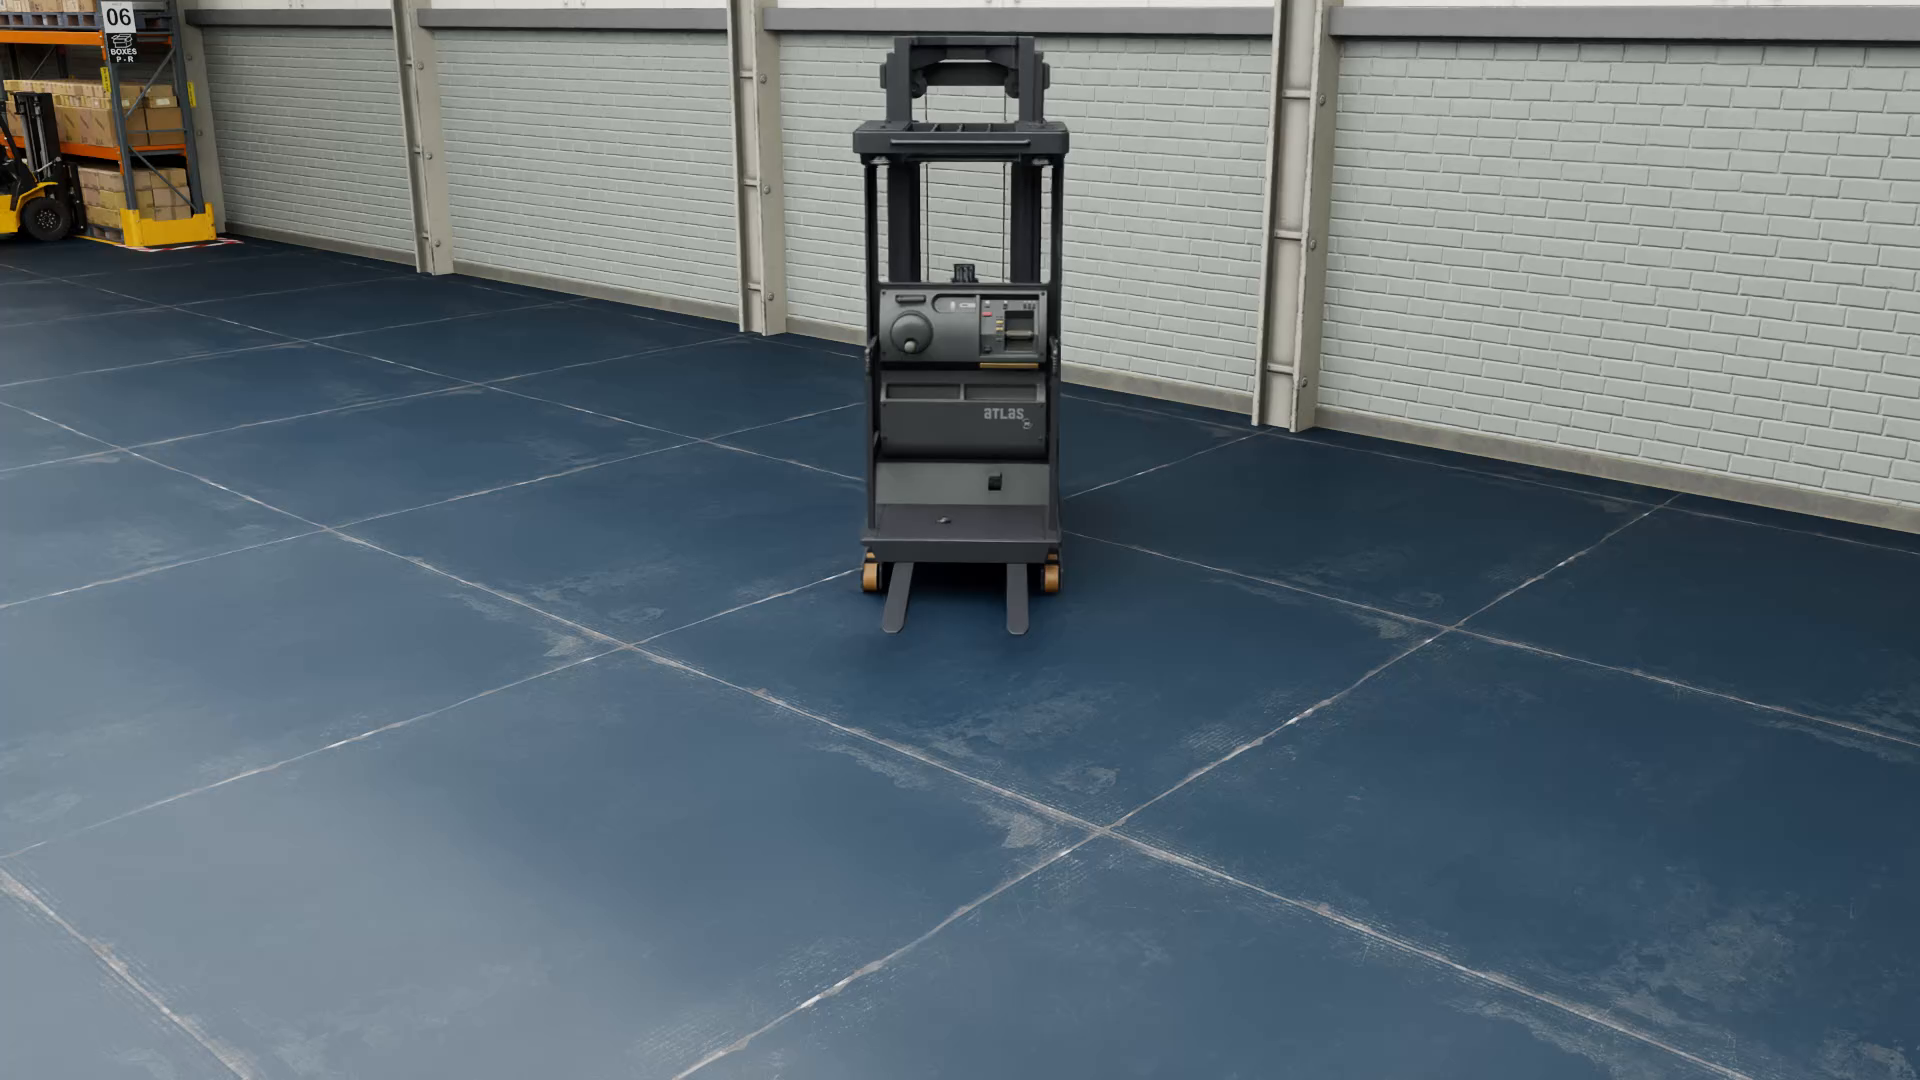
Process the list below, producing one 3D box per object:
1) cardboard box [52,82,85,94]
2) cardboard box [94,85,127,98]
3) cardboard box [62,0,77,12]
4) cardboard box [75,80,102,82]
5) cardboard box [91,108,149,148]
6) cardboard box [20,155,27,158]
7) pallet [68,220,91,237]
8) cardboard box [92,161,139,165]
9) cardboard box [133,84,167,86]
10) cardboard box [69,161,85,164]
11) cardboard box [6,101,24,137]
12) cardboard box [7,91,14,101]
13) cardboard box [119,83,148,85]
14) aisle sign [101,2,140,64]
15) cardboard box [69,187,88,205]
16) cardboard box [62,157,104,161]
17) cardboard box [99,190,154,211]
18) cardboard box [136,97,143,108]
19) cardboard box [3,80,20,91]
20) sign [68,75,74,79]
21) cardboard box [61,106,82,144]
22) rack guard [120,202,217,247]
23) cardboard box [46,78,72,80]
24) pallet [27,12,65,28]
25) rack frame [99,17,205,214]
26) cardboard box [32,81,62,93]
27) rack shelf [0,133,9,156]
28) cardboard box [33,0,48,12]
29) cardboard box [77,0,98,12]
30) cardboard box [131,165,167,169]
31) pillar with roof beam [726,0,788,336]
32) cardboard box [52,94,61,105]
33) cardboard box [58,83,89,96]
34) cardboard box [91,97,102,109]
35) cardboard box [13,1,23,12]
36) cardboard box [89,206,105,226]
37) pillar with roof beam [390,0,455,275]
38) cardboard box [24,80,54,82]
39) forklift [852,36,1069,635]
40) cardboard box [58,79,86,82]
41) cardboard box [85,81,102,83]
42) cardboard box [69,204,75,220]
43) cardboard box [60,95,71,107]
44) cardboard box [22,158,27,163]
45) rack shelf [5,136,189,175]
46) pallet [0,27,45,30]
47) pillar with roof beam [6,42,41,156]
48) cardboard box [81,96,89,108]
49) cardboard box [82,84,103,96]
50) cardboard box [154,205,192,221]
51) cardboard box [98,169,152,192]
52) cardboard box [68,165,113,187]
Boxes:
[{"bbox_3d":[-12.760,-6.478,23.836,0.250,0.149,0.380,15,23,39],"label":"cardboard box"},{"bbox_3d":[-11.637,-6.159,22.832,0.250,0.149,0.380,15,23,39],"label":"cardboard box"},{"bbox_3d":[-12.035,-7.356,22.736,0.258,0.266,0.396,15,23,39],"label":"cardboard box"},{"bbox_3d":[-12.800,-6.698,24.527,0.250,0.149,0.380,15,23,38],"label":"cardboard box"},{"bbox_3d":[-11.567,-5.681,22.889,0.500,0.500,0.500,14,23,38],"label":"cardboard box"},{"bbox_3d":[-15.553,-5.876,26.899,0.625,0.625,0.875,14,22,37],"label":"cardboard box"},{"bbox_3d":[-12.533,-4.654,24.428,1.213,0.211,1.003,15,23,39],"label":"pallet"},{"bbox_3d":[-12.380,-5.406,24.387,0.500,0.250,0.500,14,23,38],"label":"cardboard box"},{"bbox_3d":[-11.291,-6.276,23.199,0.250,0.149,0.380,16,24,41],"label":"cardboard box"},{"bbox_3d":[-13.107,-5.393,24.345,0.500,0.250,0.500,16,24,41],"label":"cardboard box"},{"bbox_3d":[-13.858,-6.297,24.829,0.500,0.500,0.500,14,22,38],"label":"cardboard box"},{"bbox_3d":[-13.952,-6.631,24.808,0.250,0.149,0.380,15,23,38],"label":"cardboard box"},{"bbox_3d":[-11.689,-6.372,23.500,0.250,0.149,0.380,15,23,40],"label":"cardboard box"},{"bbox_3d":[-11.170,-6.754,22.136,0.004,0.787,0.394,15,23,39],"label":"aisle sign"},{"bbox_3d":[-12.364,-4.951,23.778,0.500,0.250,0.500,14,23,38],"label":"cardboard box"},{"bbox_3d":[-13.131,-5.610,25.028,0.500,0.250,0.500,15,23,38],"label":"cardboard box"},{"bbox_3d":[-11.596,-4.749,23.142,0.500,0.250,0.500,15,23,39],"label":"cardboard box"},{"bbox_3d":[-11.333,-6.113,23.177,0.250,0.149,0.380,15,23,39],"label":"cardboard box"},{"bbox_3d":[-13.975,-6.765,24.739,0.250,0.149,0.380,16,23,40],"label":"cardboard box"},{"bbox_3d":[-13.649,-6.974,25.564,0.005,0.325,0.100,15,23,39],"label":"sign"},{"bbox_3d":[-12.332,-5.890,23.548,0.500,0.500,0.500,14,23,38],"label":"cardboard box"},{"bbox_3d":[-11.006,-4.398,23.143,0.348,0.500,1.175,15,23,39],"label":"rack guard"},{"bbox_3d":[-13.577,-6.900,25.166,0.250,0.149,0.380,15,23,39],"label":"cardboard box"},{"bbox_3d":[-12.453,-7.374,23.577,1.213,0.211,1.003,15,23,39],"label":"pallet"},{"bbox_3d":[-11.024,-5.594,22.780,0.127,3.000,1.000,15,23,39],"label":"rack frame"},{"bbox_3d":[-13.186,-6.563,24.102,0.250,0.149,0.380,15,23,38],"label":"cardboard box"},{"bbox_3d":[-15.512,-6.456,26.685,4.000,0.370,1.077,15,23,39],"label":"rack shelf"},{"bbox_3d":[-12.629,-7.709,23.455,0.637,0.503,0.797,16,24,41],"label":"cardboard box"},{"bbox_3d":[-11.517,-7.353,22.339,0.500,0.500,0.500,16,24,41],"label":"cardboard box"},{"bbox_3d":[-11.634,-5.199,23.734,0.500,0.250,0.500,15,23,39],"label":"cardboard box"},{"bbox_3d":[-4.829,-5.414,12.294,0.400,9.000,9.100,15,23,39],"label":"pillar with roof beam"},{"bbox_3d":[-12.809,-6.316,23.816,0.250,0.149,0.380,14,23,38],"label":"cardboard box"},{"bbox_3d":[-12.453,-6.351,23.434,0.250,0.149,0.380,16,23,40],"label":"cardboard box"},{"bbox_3d":[-11.681,-6.002,22.827,0.250,0.149,0.380,16,23,40],"label":"cardboard box"},{"bbox_3d":[-13.307,-7.642,23.829,0.250,0.149,0.380,16,24,41],"label":"cardboard box"},{"bbox_3d":[-11.951,-4.609,23.526,0.500,0.250,0.500,15,23,39],"label":"cardboard box"},{"bbox_3d":[-9.317,-6.619,16.090,0.400,9.000,9.100,15,23,39],"label":"pillar with roof beam"},{"bbox_3d":[-13.523,-6.684,24.483,0.250,0.149,0.380,14,23,38],"label":"cardboard box"},{"bbox_3d":[0.015,-1.196,9.035,1.130,2.935,3.031,0,18,1],"label":"forklift"},{"bbox_3d":[-13.210,-6.790,24.819,0.250,0.149,0.380,15,23,39],"label":"cardboard box"},{"bbox_3d":[-12.472,-6.578,24.150,0.250,0.149,0.380,16,24,41],"label":"cardboard box"},{"bbox_3d":[-12.723,-4.810,24.161,0.500,0.250,0.500,16,24,41],"label":"cardboard box"},{"bbox_3d":[-12.445,-6.209,23.480,0.250,0.149,0.380,15,23,40],"label":"cardboard box"},{"bbox_3d":[-13.863,-5.595,24.982,0.500,0.250,0.500,15,23,38],"label":"cardboard box"},{"bbox_3d":[-12.520,-5.653,24.154,4.000,0.370,1.077,15,23,39],"label":"rack shelf"},{"bbox_3d":[-14.685,-7.910,25.435,1.217,0.209,0.805,14,22,37],"label":"pallet"},{"bbox_3d":[-18.292,-9.028,23.682,0.400,9.000,9.100,15,23,39],"label":"pillar with roof beam"},{"bbox_3d":[-12.012,-6.120,23.199,0.250,0.149,0.380,15,23,39],"label":"cardboard box"},{"bbox_3d":[-11.988,-6.273,23.189,0.250,0.149,0.380,15,23,40],"label":"cardboard box"},{"bbox_3d":[-11.262,-4.627,23.582,0.500,0.250,0.500,15,23,39],"label":"cardboard box"},{"bbox_3d":[-11.576,-4.982,23.050,0.500,0.250,0.500,16,24,41],"label":"cardboard box"},{"bbox_3d":[-12.346,-5.182,23.681,0.500,0.250,0.500,15,23,40],"label":"cardboard box"}]
